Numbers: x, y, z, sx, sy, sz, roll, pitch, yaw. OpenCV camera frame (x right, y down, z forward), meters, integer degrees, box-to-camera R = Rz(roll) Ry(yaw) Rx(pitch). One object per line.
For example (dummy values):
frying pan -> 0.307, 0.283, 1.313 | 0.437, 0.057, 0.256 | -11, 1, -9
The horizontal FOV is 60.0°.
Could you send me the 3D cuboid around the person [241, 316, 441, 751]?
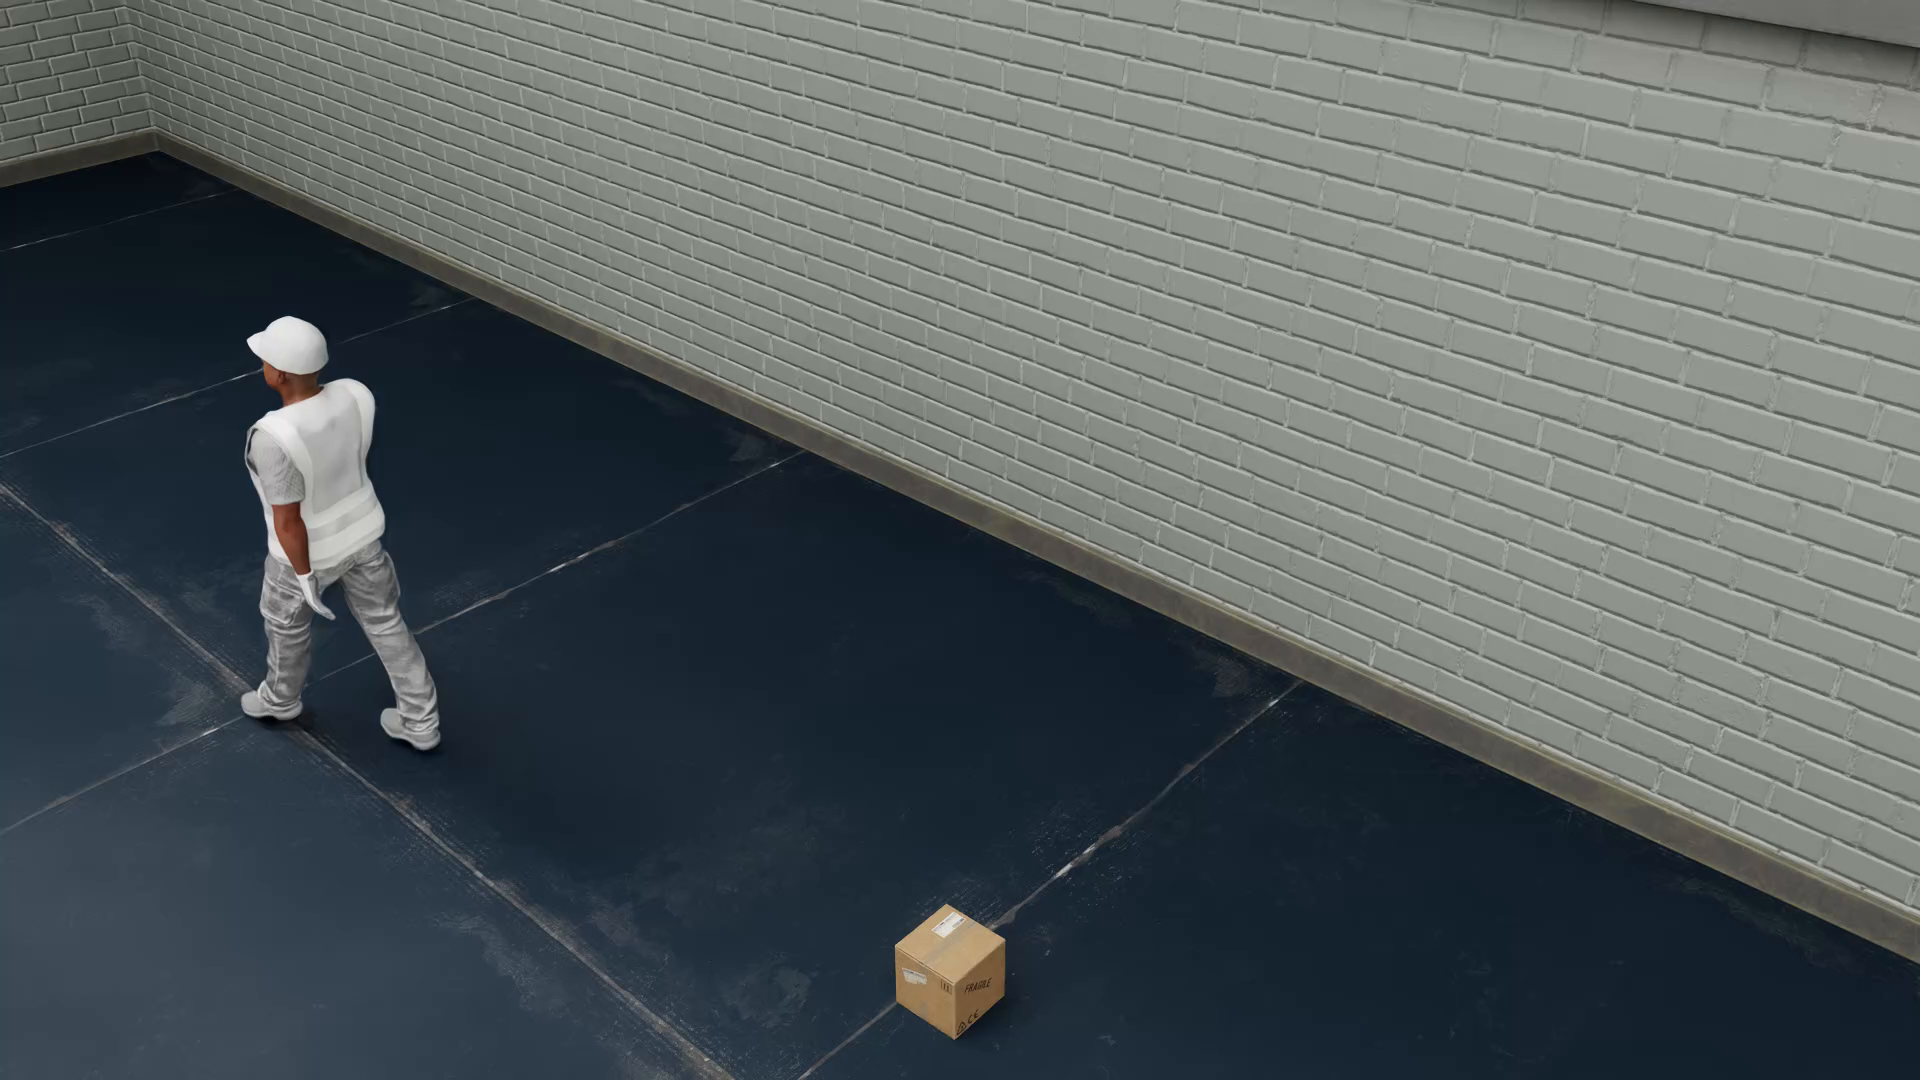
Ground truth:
person -> -2.420, -0.045, 6.161 | 0.898, 1.754, 0.548 | 18, 36, 28
